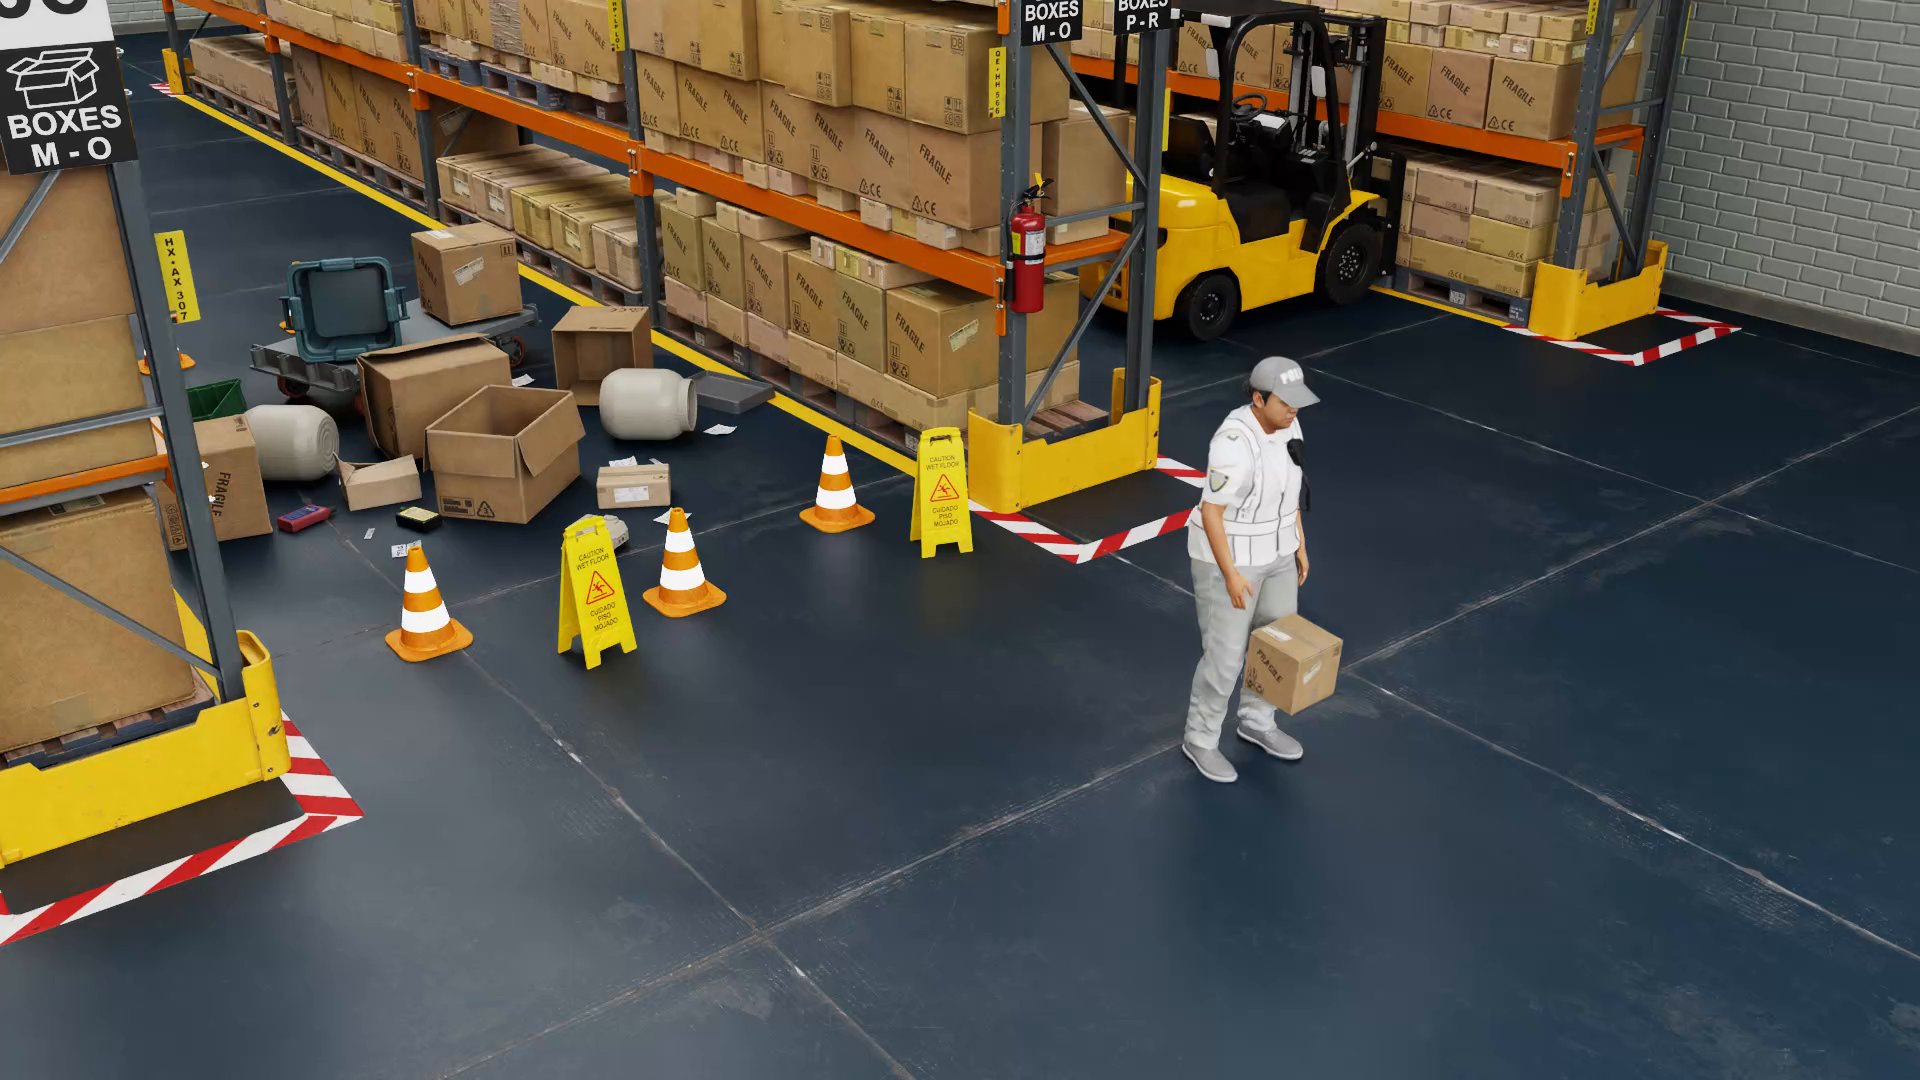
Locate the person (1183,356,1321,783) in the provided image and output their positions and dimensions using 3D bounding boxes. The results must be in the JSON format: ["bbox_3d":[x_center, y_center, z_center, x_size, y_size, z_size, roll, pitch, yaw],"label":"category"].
[{"bbox_3d":[1.121,0.088,6.405,0.526,1.670,0.452,-19,31,-35],"label":"person"}]
